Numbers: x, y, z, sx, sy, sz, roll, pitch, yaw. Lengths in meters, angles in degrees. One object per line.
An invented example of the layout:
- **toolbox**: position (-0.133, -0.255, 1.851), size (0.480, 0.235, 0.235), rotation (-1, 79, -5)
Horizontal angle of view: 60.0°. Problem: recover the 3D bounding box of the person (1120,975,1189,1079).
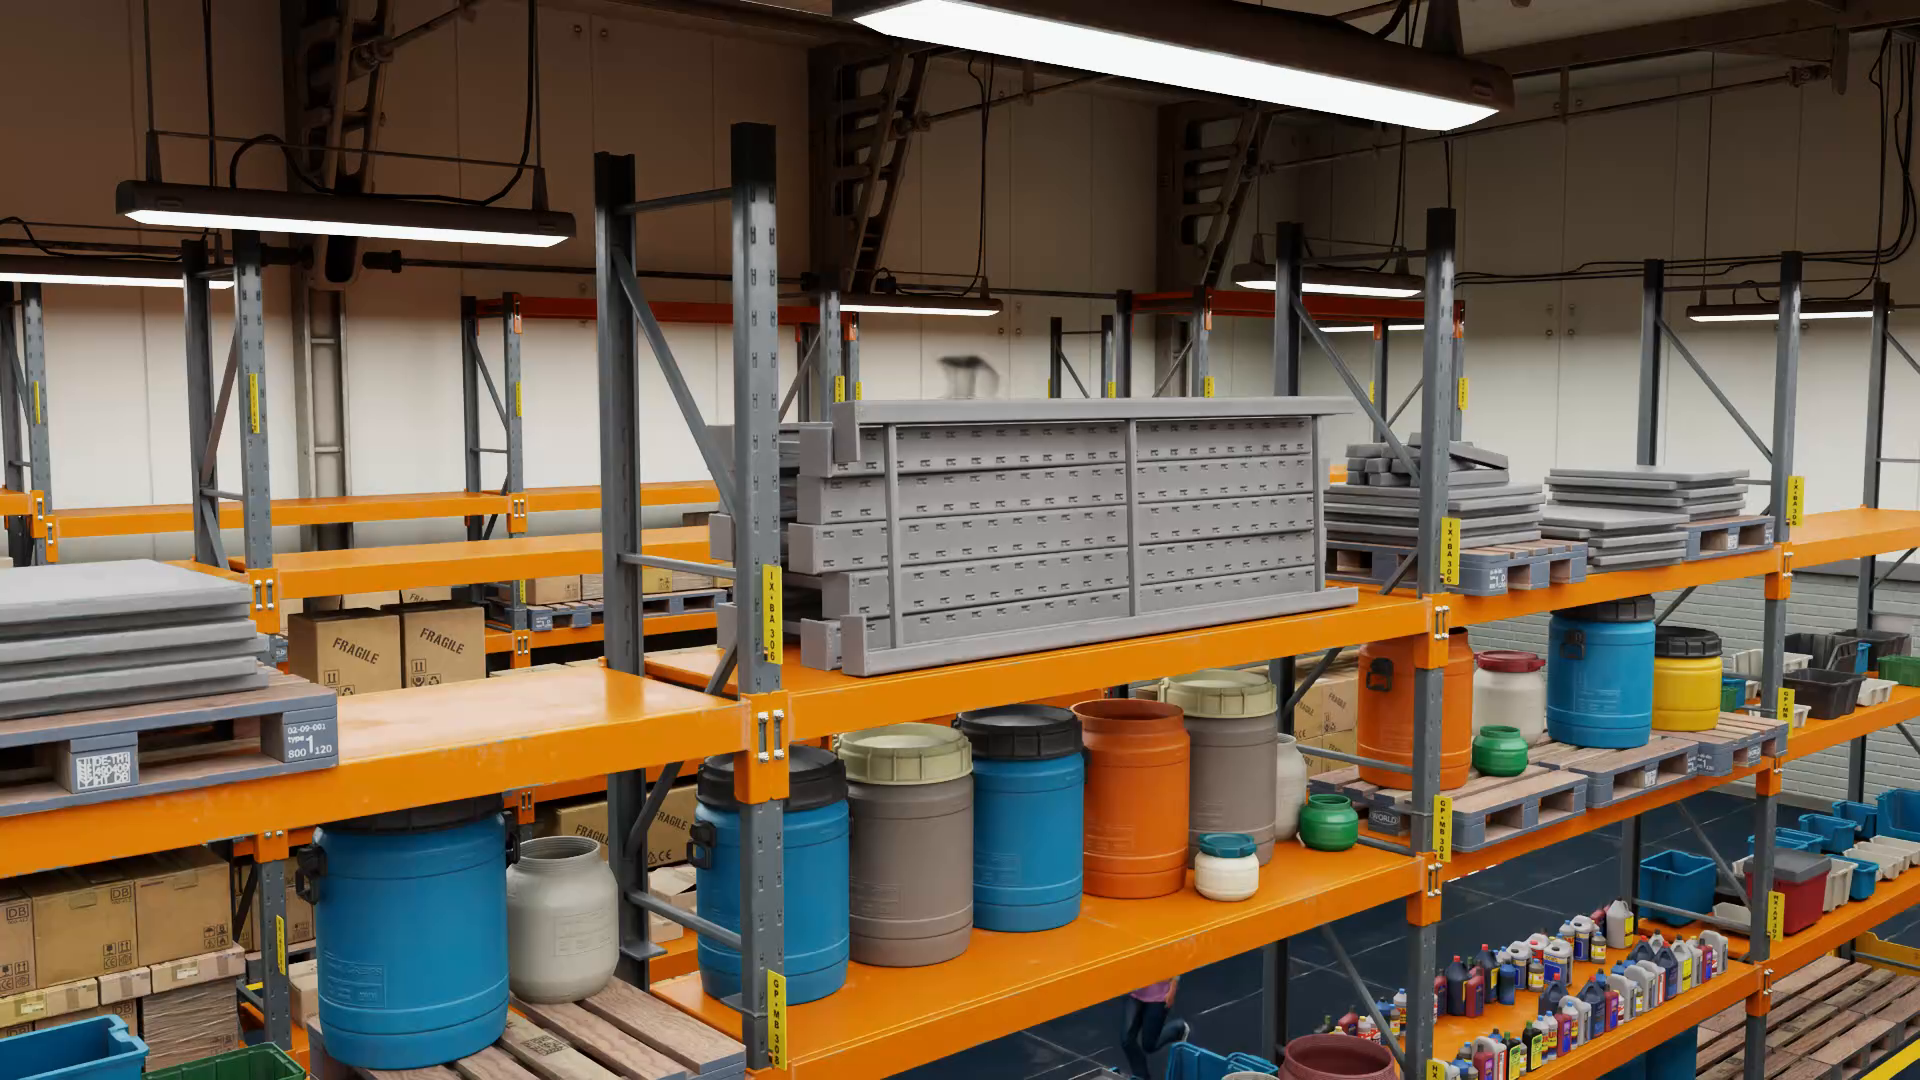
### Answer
- **person**: position (1.398, 3.281, 12.015), size (0.679, 1.567, 0.565), rotation (-5, 7, -43)
